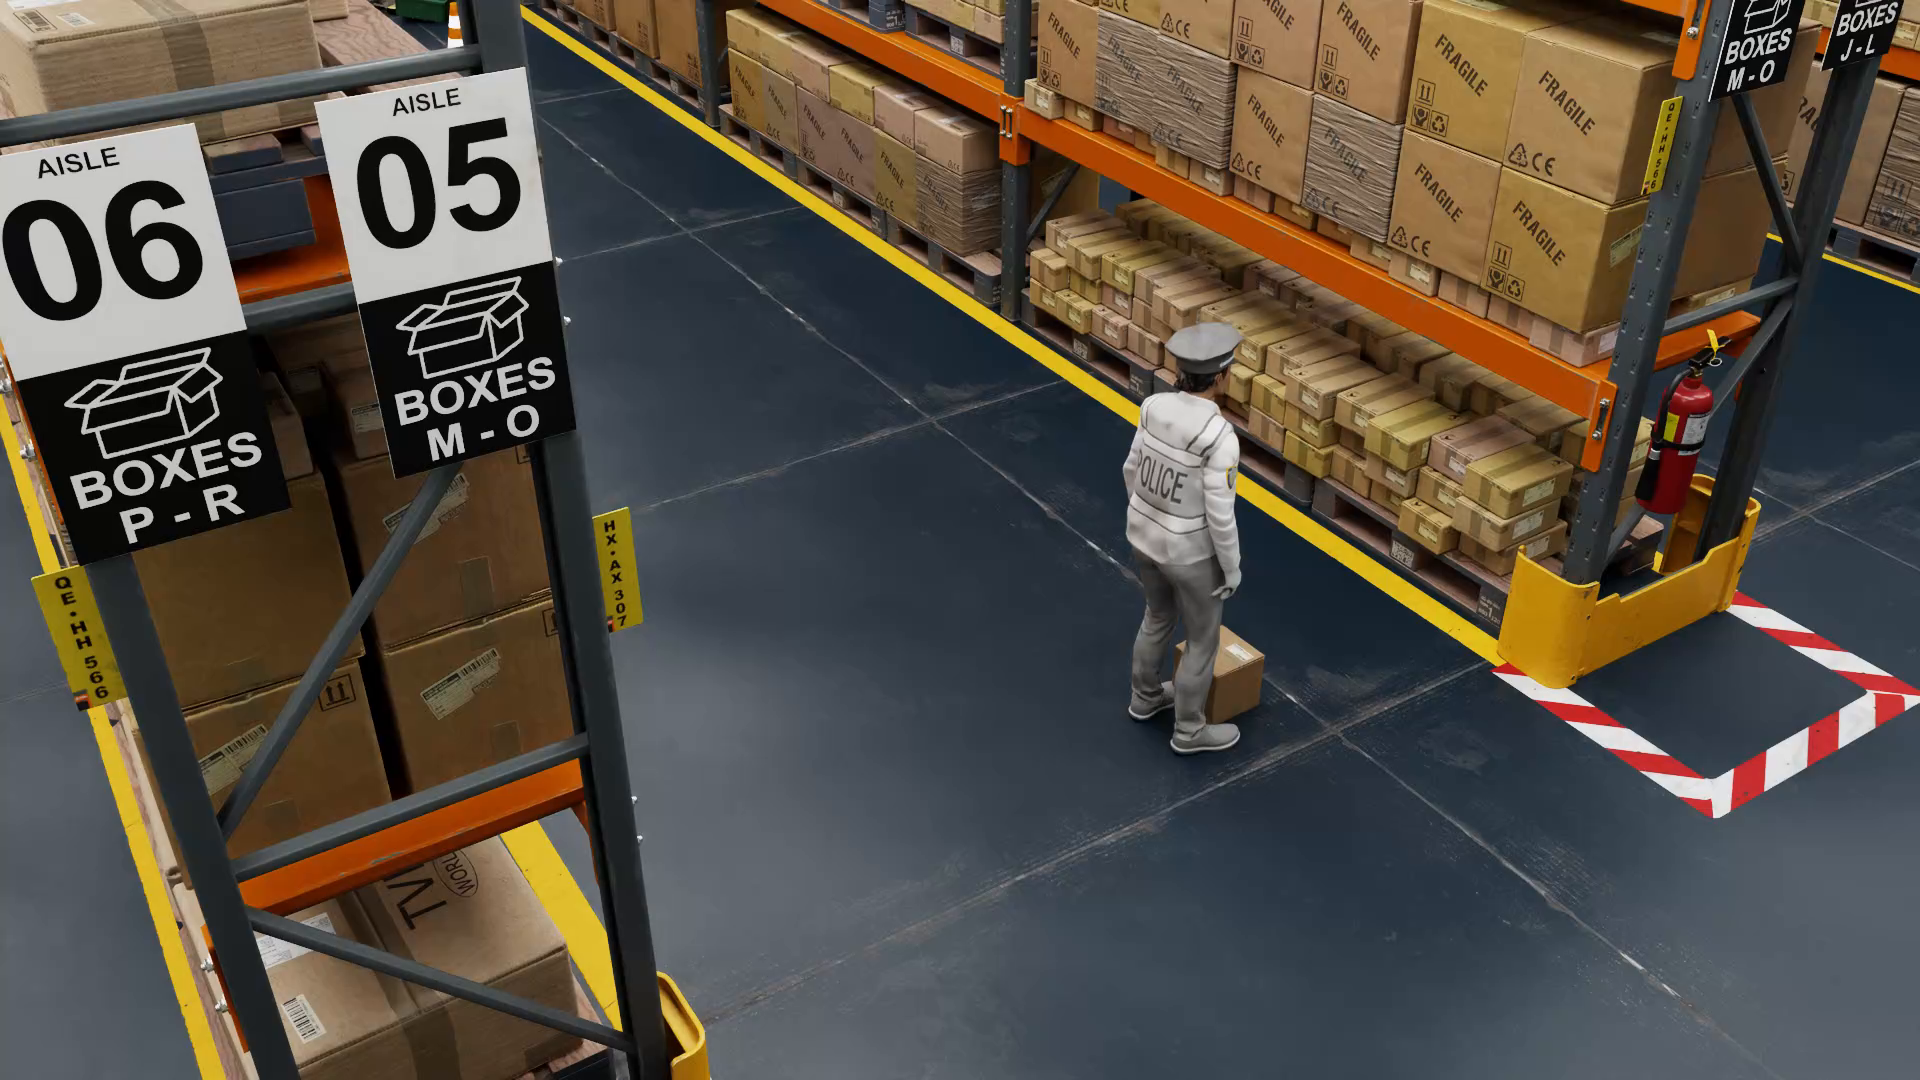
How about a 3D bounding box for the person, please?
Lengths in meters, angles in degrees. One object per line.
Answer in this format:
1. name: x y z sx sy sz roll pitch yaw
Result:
1. person: 0.818 0.016 6.111 0.376 1.663 0.544 -22 39 -30
